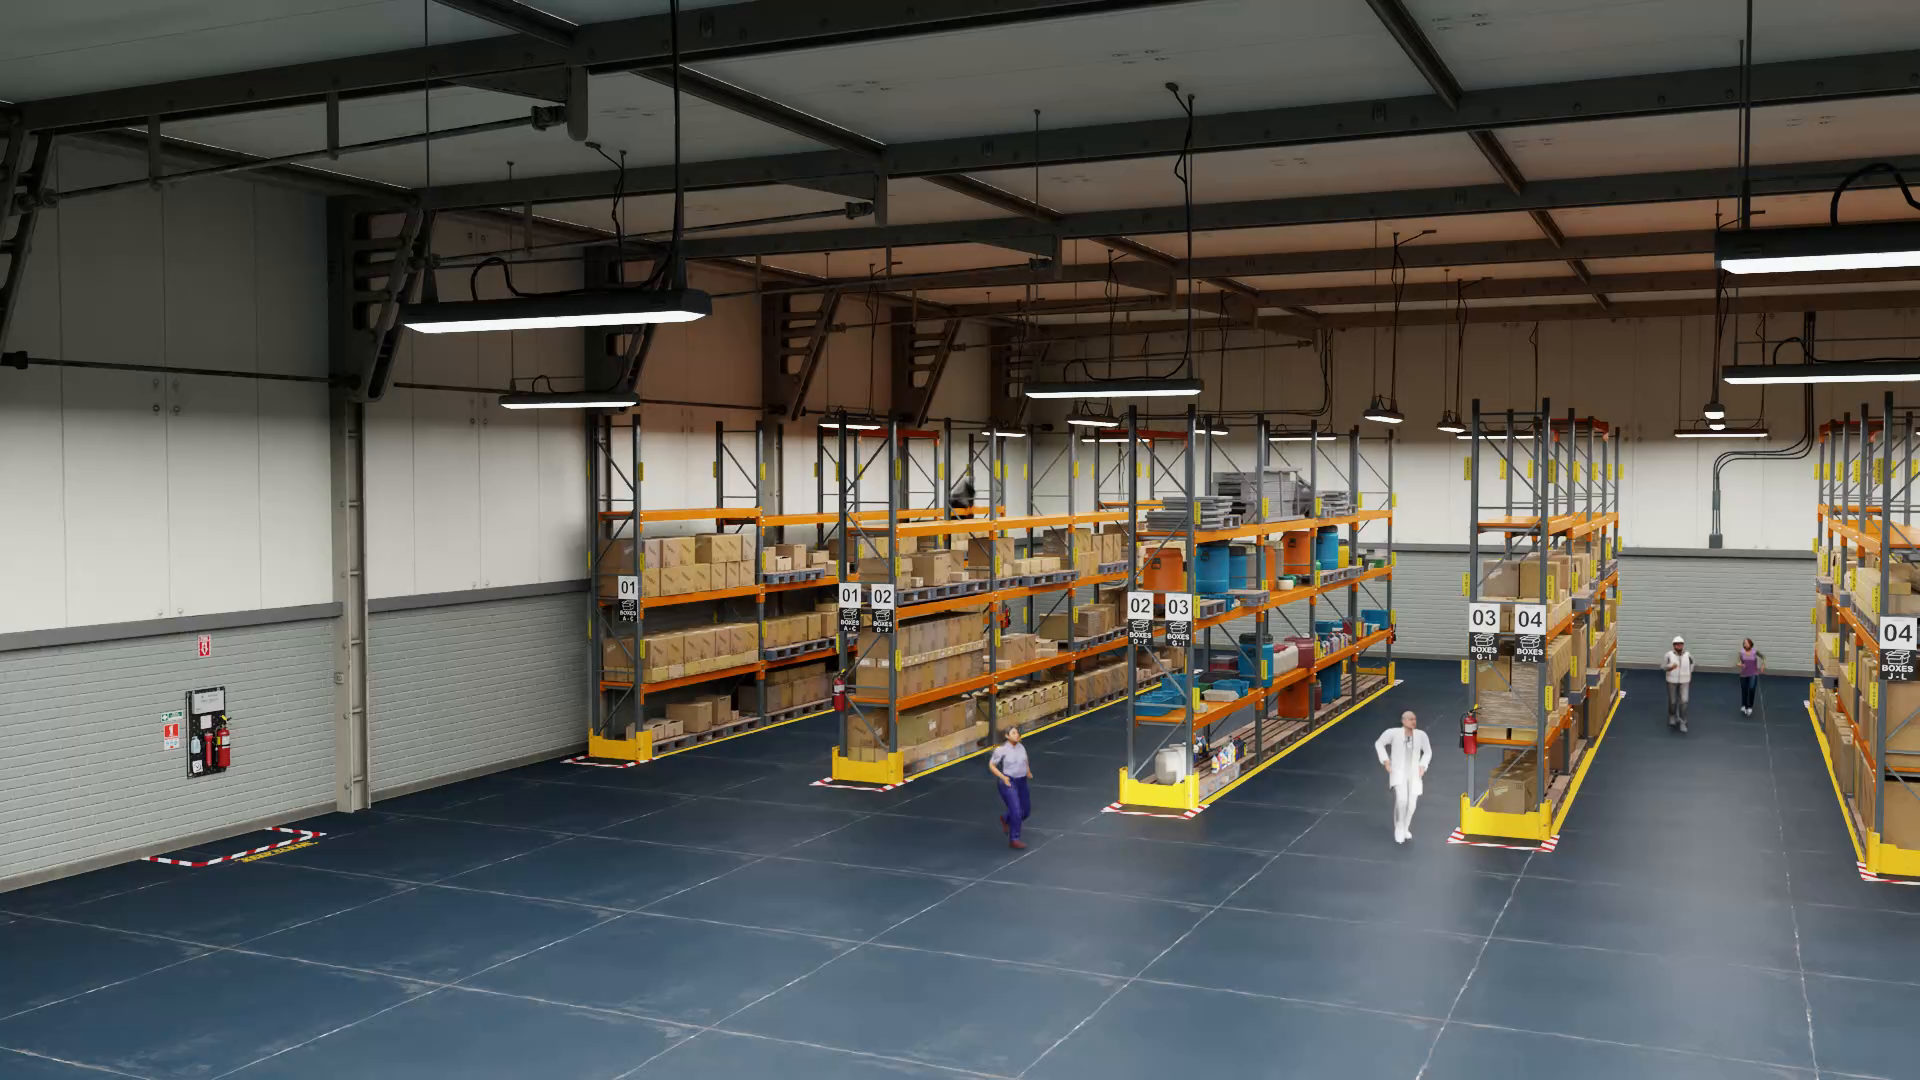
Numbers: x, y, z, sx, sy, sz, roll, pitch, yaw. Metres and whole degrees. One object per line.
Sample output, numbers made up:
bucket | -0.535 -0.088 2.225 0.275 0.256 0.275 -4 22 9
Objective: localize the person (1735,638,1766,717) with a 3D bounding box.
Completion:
person | 16.160 2.801 34.029 0.546 1.596 0.814 1 3 32

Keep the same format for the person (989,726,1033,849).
person | 0.683 3.284 22.264 0.613 1.599 0.687 -2 3 -37

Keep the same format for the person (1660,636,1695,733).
person | 13.915 2.772 32.226 0.650 1.805 0.826 1 2 17

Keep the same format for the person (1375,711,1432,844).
person | 6.037 3.202 22.520 0.726 1.772 0.676 0 2 -1

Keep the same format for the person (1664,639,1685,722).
person | 14.467 2.803 33.495 0.619 1.668 0.677 1 2 13
